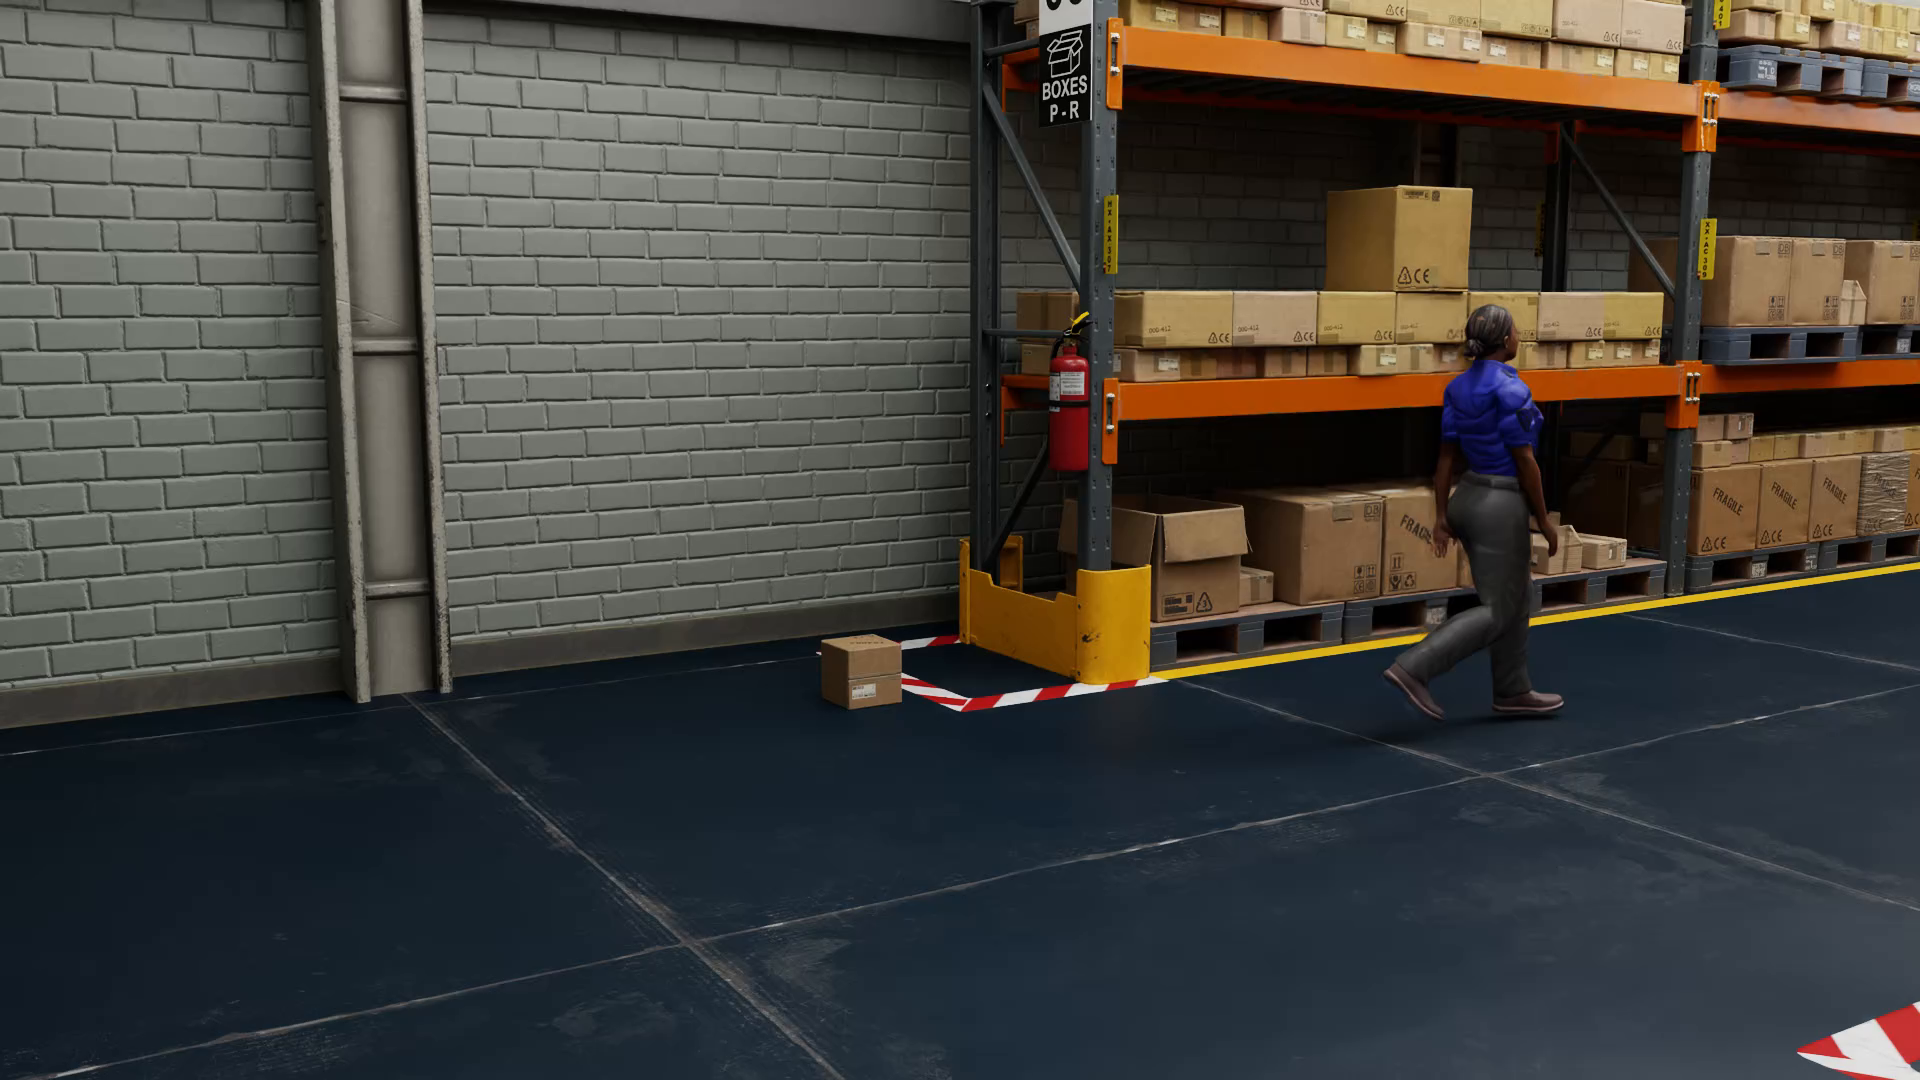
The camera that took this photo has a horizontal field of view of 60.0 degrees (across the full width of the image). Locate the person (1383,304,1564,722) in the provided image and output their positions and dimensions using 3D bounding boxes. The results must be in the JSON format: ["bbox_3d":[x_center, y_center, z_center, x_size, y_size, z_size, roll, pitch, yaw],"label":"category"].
[{"bbox_3d":[2.013,-0.095,6.430,0.881,1.616,0.425,-2,8,-13],"label":"person"}]
